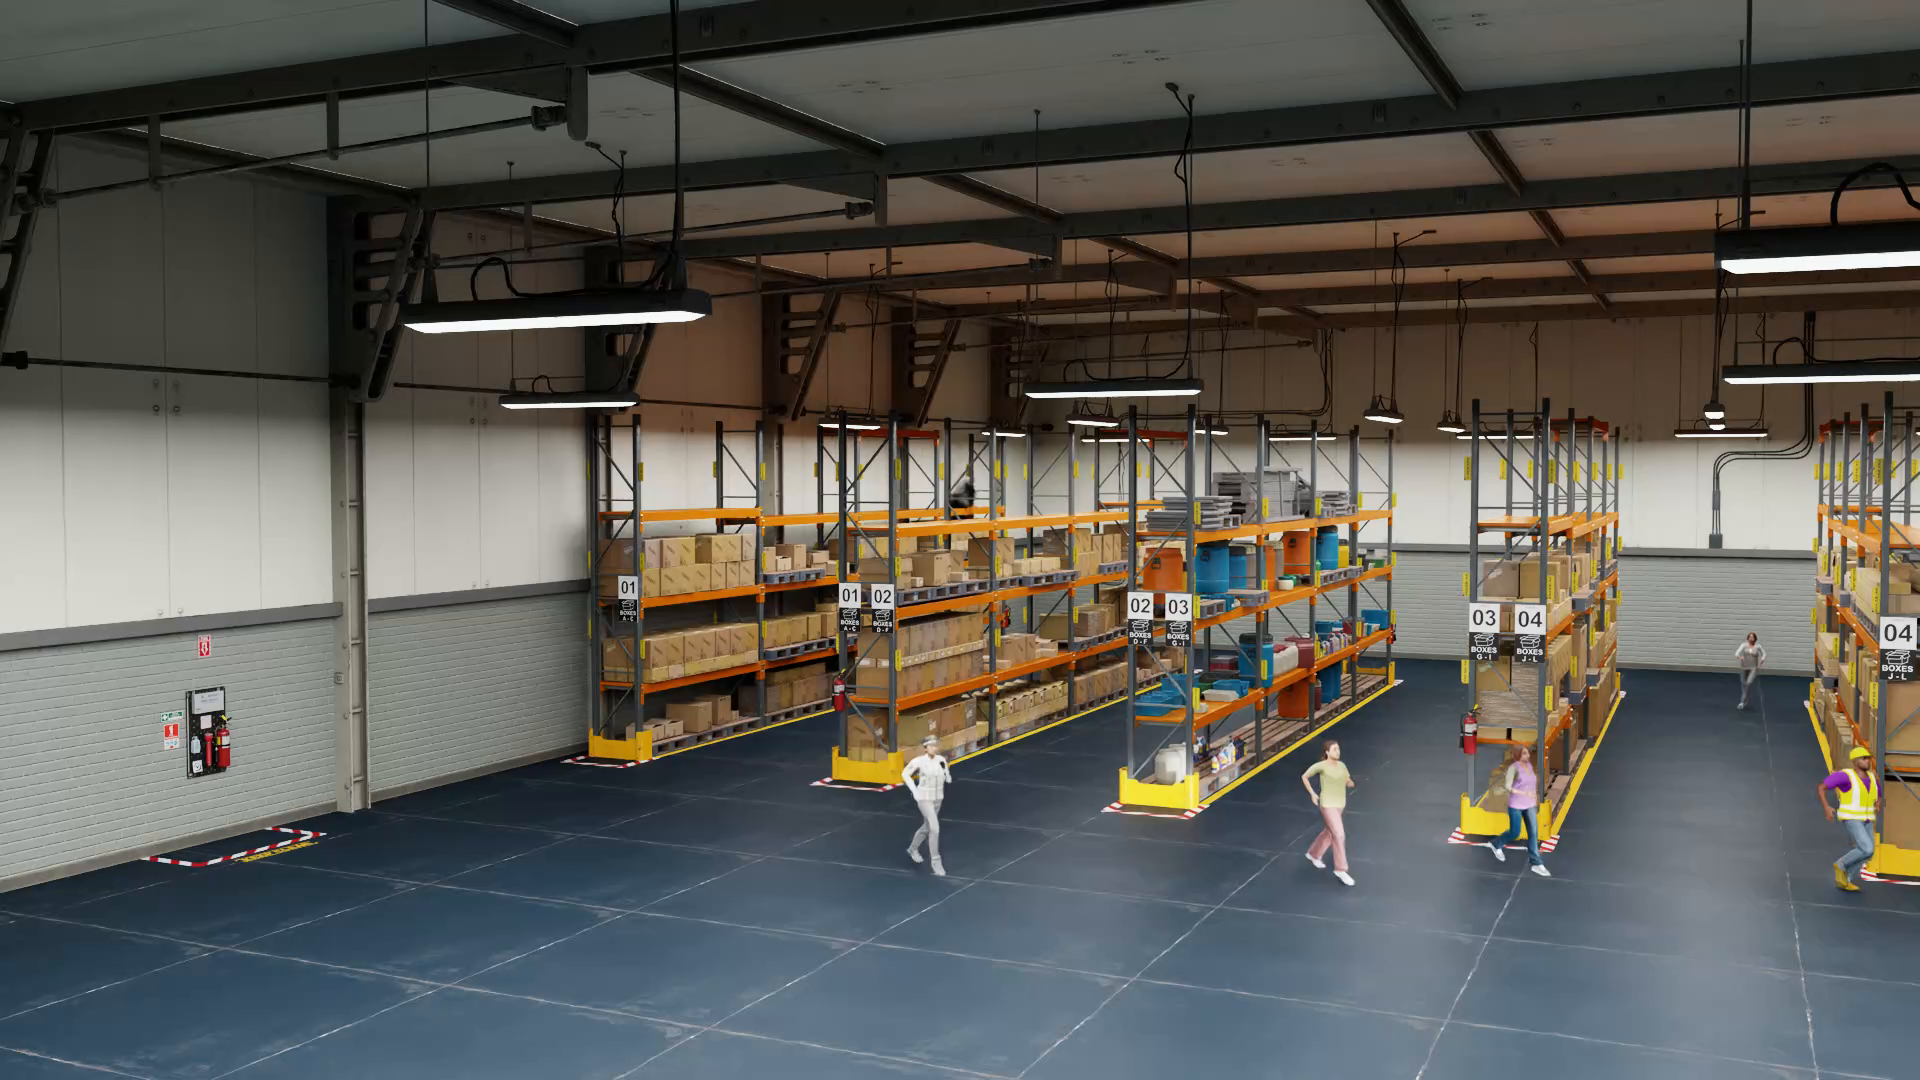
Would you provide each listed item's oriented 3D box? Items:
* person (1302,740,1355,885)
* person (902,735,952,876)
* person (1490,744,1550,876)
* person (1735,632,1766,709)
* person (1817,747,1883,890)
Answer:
[{"bbox_3d":[4.575,3.306,20.471,0.560,1.703,0.864,-2,3,-36],"label":"person"},{"bbox_3d":[-0.379,3.299,20.933,0.587,1.748,0.805,-2,3,-40],"label":"person"},{"bbox_3d":[6.986,3.329,20.741,0.554,1.584,0.897,-1,3,-28],"label":"person"},{"bbox_3d":[16.678,2.745,35.124,0.571,1.602,0.789,2,3,37],"label":"person"},{"bbox_3d":[10.684,3.326,19.793,0.720,1.707,0.602,-1,3,-21],"label":"person"}]
